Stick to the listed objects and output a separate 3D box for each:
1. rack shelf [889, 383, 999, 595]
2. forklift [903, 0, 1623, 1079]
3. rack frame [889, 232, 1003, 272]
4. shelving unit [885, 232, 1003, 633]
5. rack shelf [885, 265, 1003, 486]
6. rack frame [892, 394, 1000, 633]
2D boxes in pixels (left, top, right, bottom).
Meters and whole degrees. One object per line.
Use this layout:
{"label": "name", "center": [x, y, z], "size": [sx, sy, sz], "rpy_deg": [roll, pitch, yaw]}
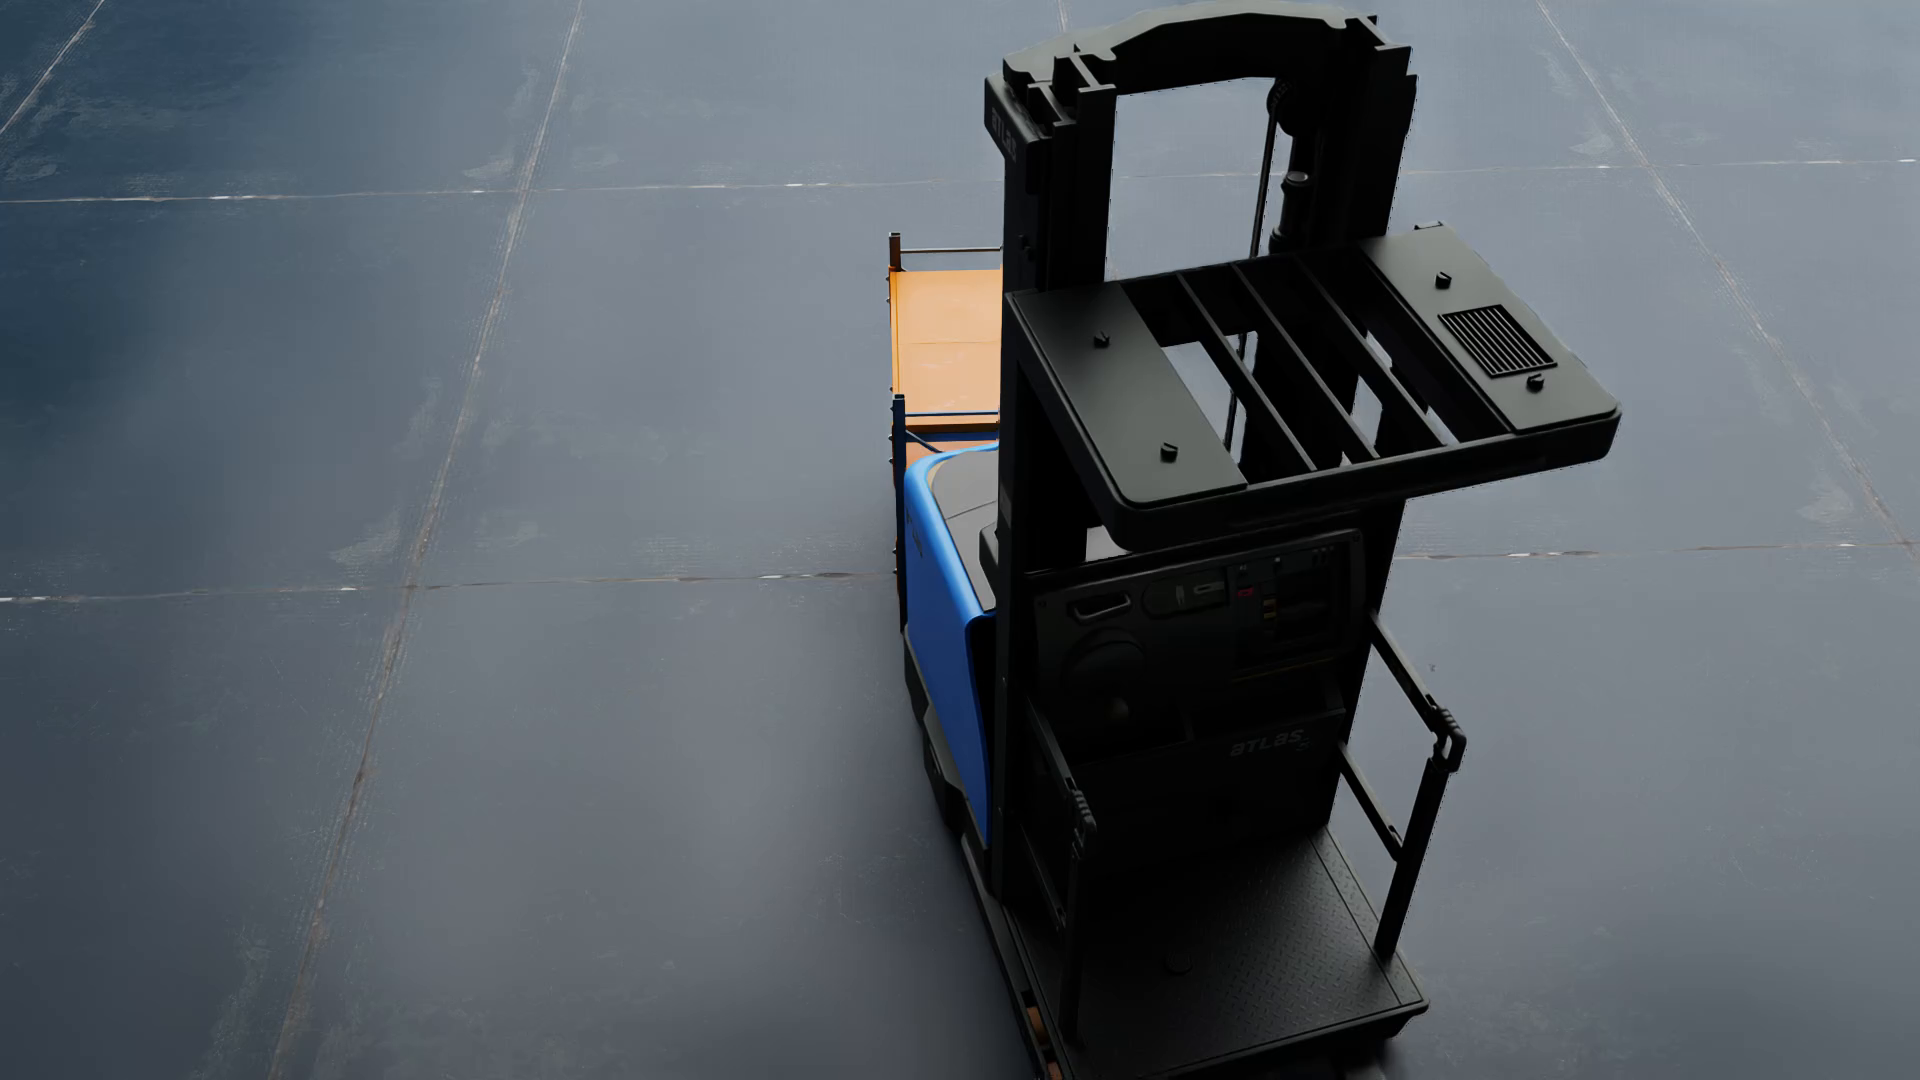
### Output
{"label": "rack shelf", "center": [0.000, -0.239, 6.540], "size": [0.538, 0.278, 1.000], "rpy_deg": [-2, 43, -2]}
{"label": "forklift", "center": [0.701, 0.309, 4.244], "size": [1.130, 2.935, 3.031], "rpy_deg": [-11, 44, -12]}
{"label": "rack frame", "center": [-0.022, -0.762, 6.749], "size": [0.500, 1.125, 0.032], "rpy_deg": [-2, 43, -2]}
{"label": "shelving unit", "center": [0.000, -0.419, 6.375], "size": [0.538, 1.125, 1.048], "rpy_deg": [-2, 43, -2]}
{"label": "rack shelf", "center": [0.000, -0.635, 6.177], "size": [0.538, 0.278, 1.000], "rpy_deg": [-2, 43, -2]}
{"label": "rack frame", "center": [0.021, -0.076, 6.000], "size": [0.500, 1.125, 0.032], "rpy_deg": [-2, 43, -2]}
